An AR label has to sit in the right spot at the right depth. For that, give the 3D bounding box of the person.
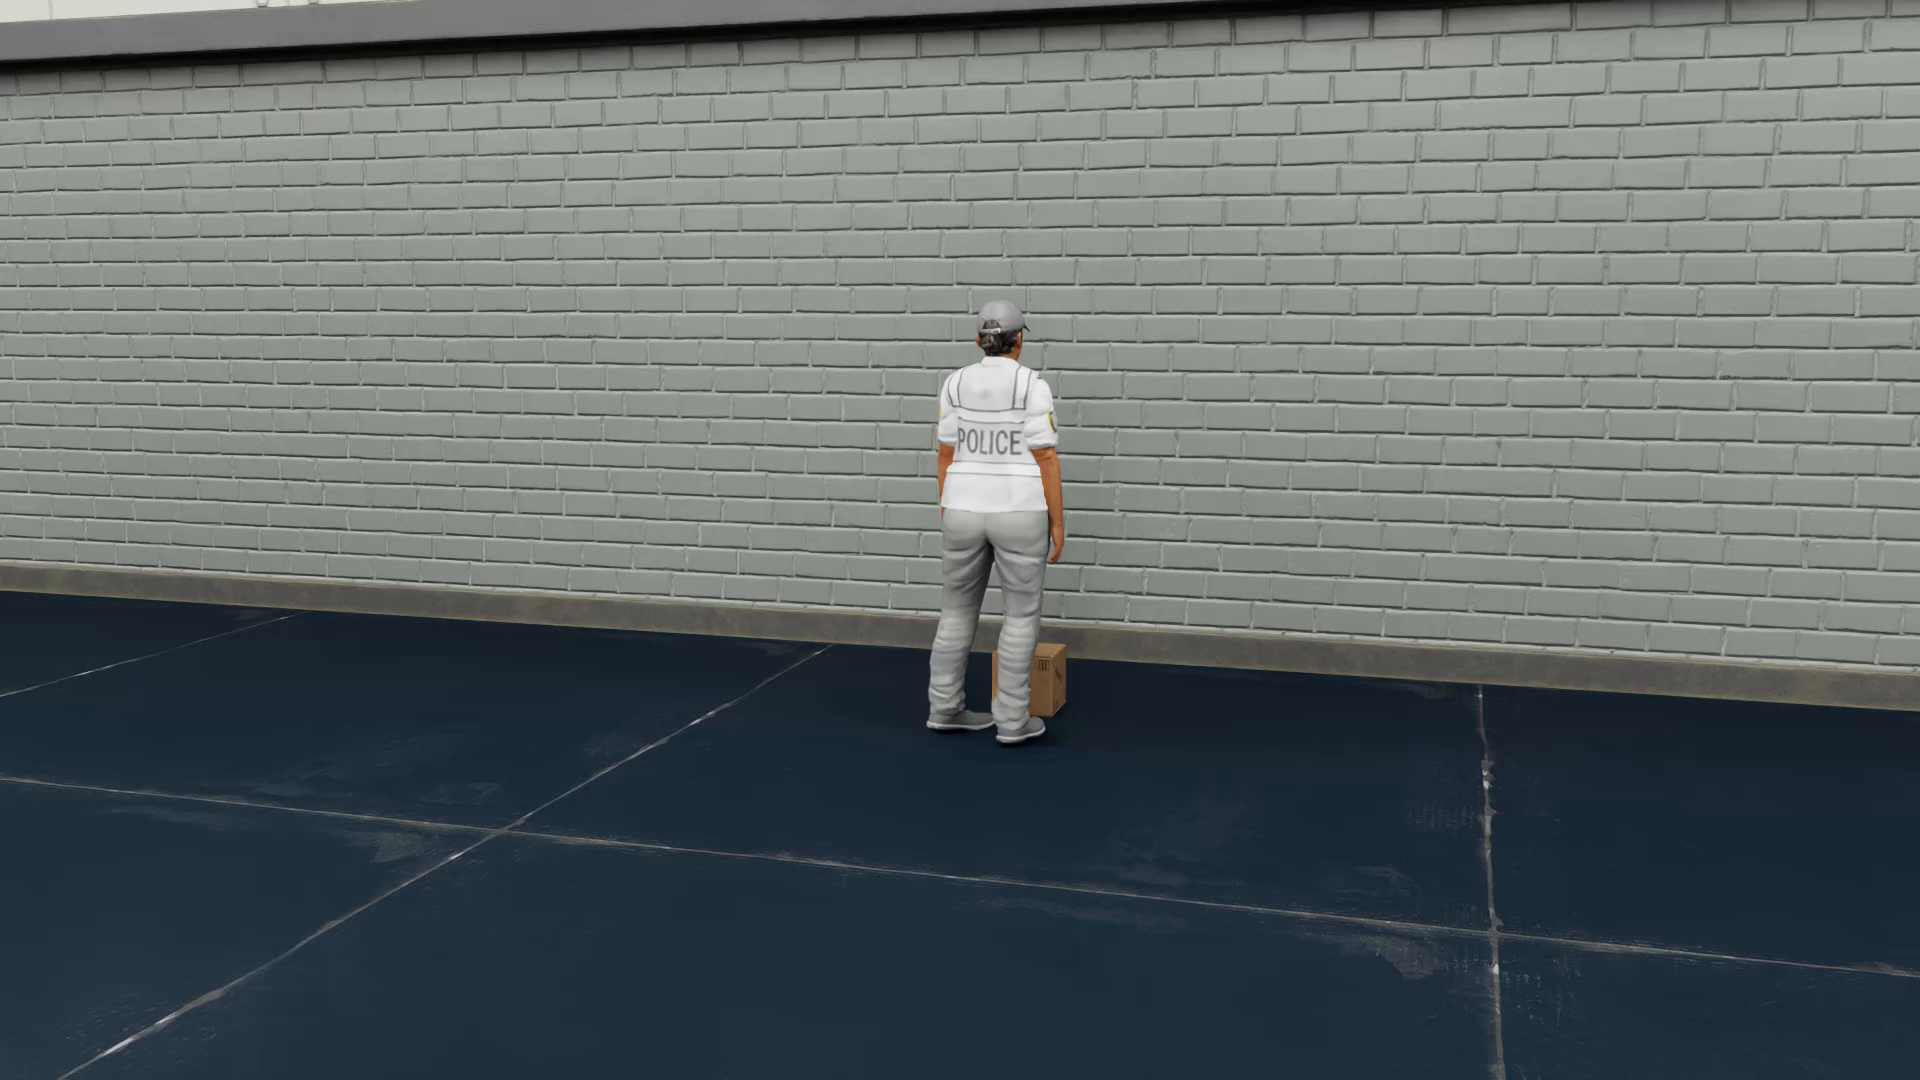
[{"bbox_3d":[0.134,-0.066,6.258,0.547,1.672,0.394,4,9,24],"label":"person"}]
